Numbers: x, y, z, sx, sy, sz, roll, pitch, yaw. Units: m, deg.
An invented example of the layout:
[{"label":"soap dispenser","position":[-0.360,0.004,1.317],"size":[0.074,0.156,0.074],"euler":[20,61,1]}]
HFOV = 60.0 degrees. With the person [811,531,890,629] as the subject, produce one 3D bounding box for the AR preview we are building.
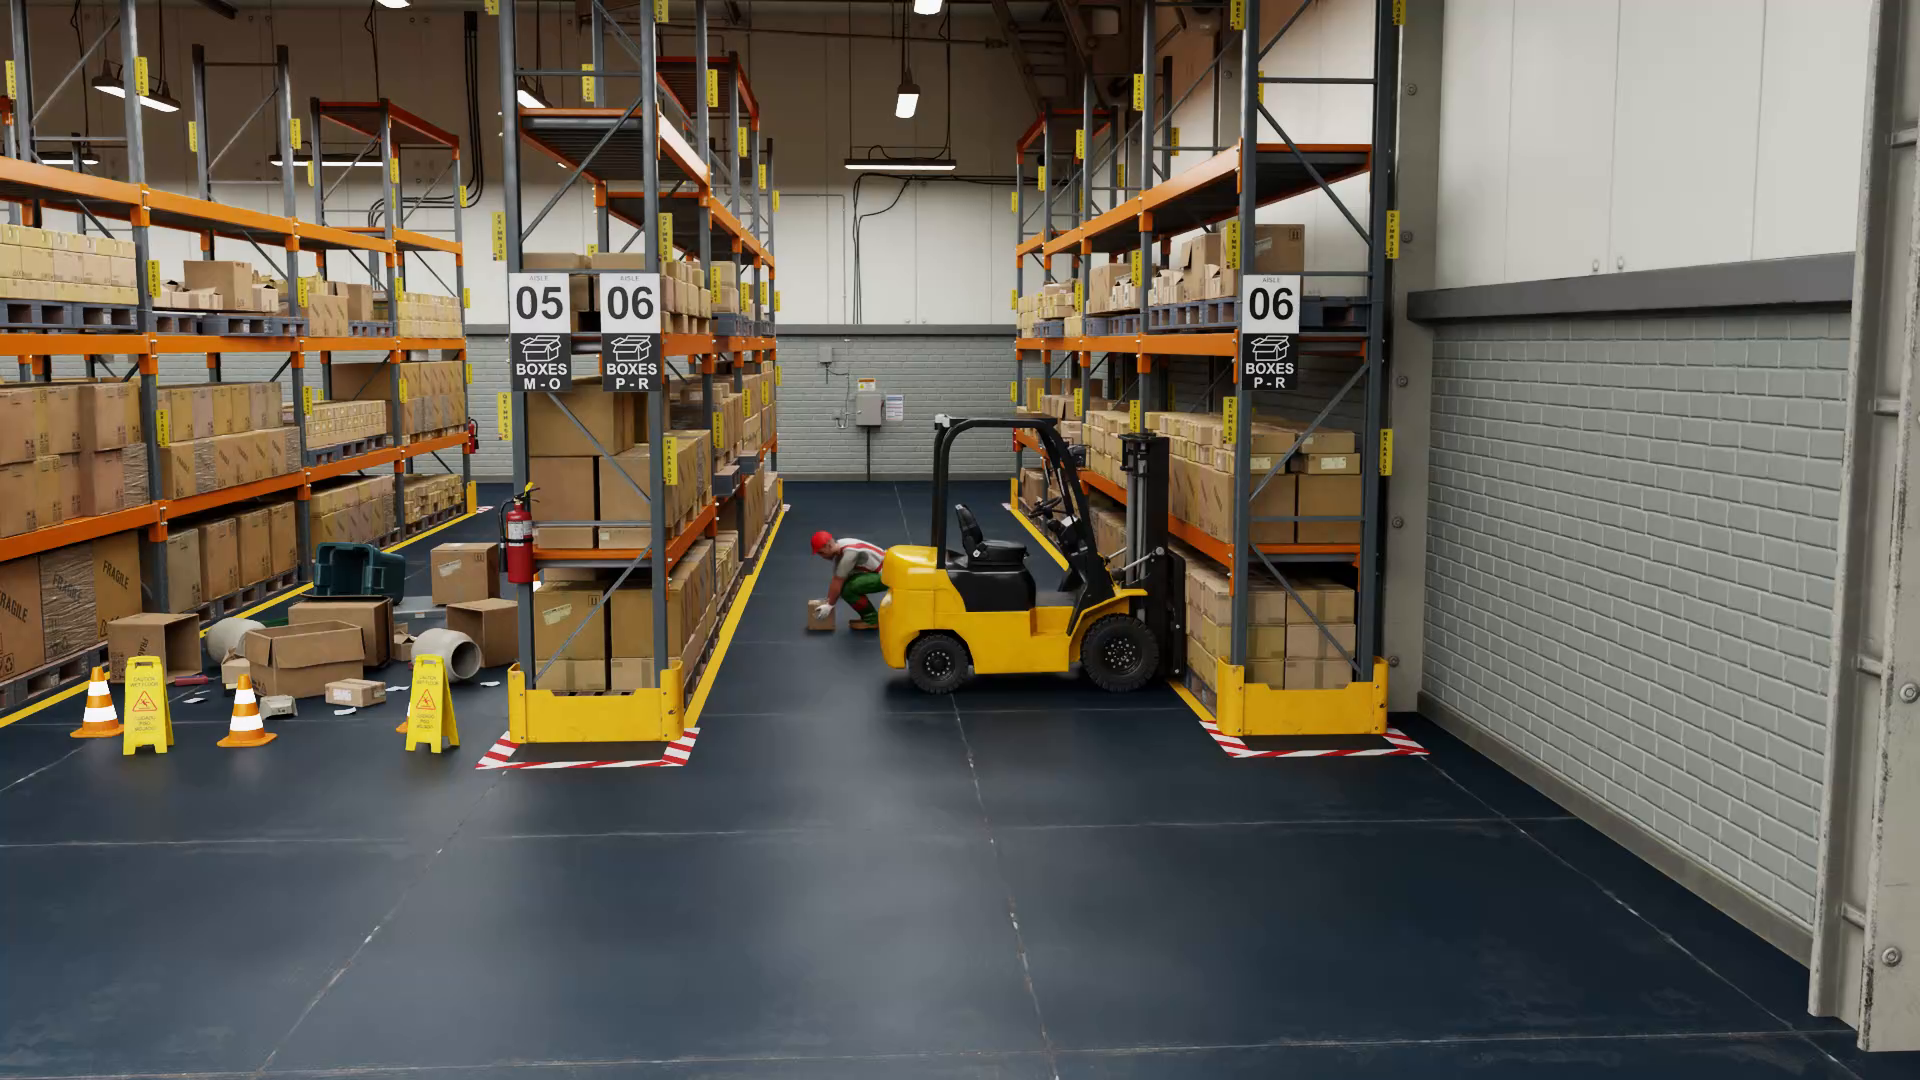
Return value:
[{"label":"person","position":[-0.986,0.379,16.007],"size":[0.882,0.954,0.565],"euler":[0,7,-4]}]
